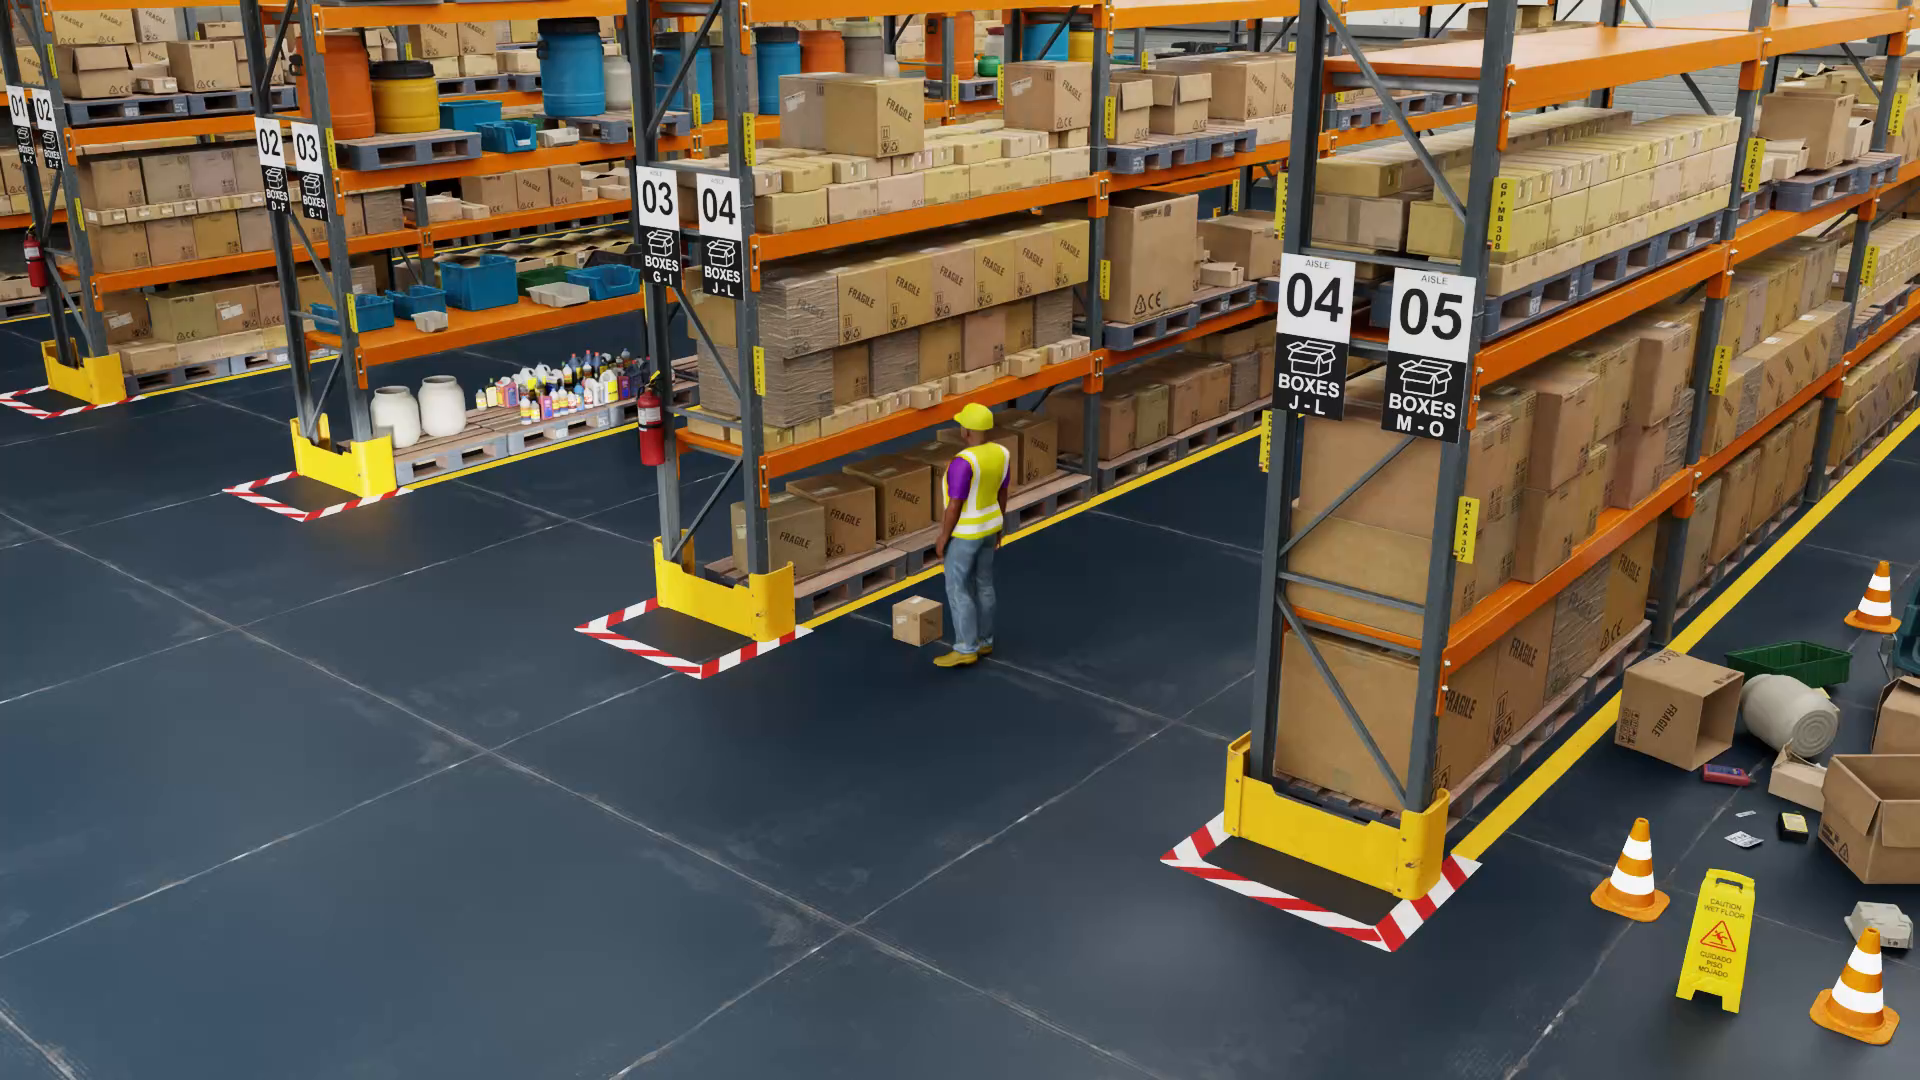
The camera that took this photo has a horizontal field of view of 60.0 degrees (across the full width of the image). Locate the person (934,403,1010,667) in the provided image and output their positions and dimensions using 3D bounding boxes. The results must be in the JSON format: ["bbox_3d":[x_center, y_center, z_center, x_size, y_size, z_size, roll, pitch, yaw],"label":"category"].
[{"bbox_3d":[0.072,-0.049,11.146,0.377,1.793,0.579,16,26,37],"label":"person"}]
